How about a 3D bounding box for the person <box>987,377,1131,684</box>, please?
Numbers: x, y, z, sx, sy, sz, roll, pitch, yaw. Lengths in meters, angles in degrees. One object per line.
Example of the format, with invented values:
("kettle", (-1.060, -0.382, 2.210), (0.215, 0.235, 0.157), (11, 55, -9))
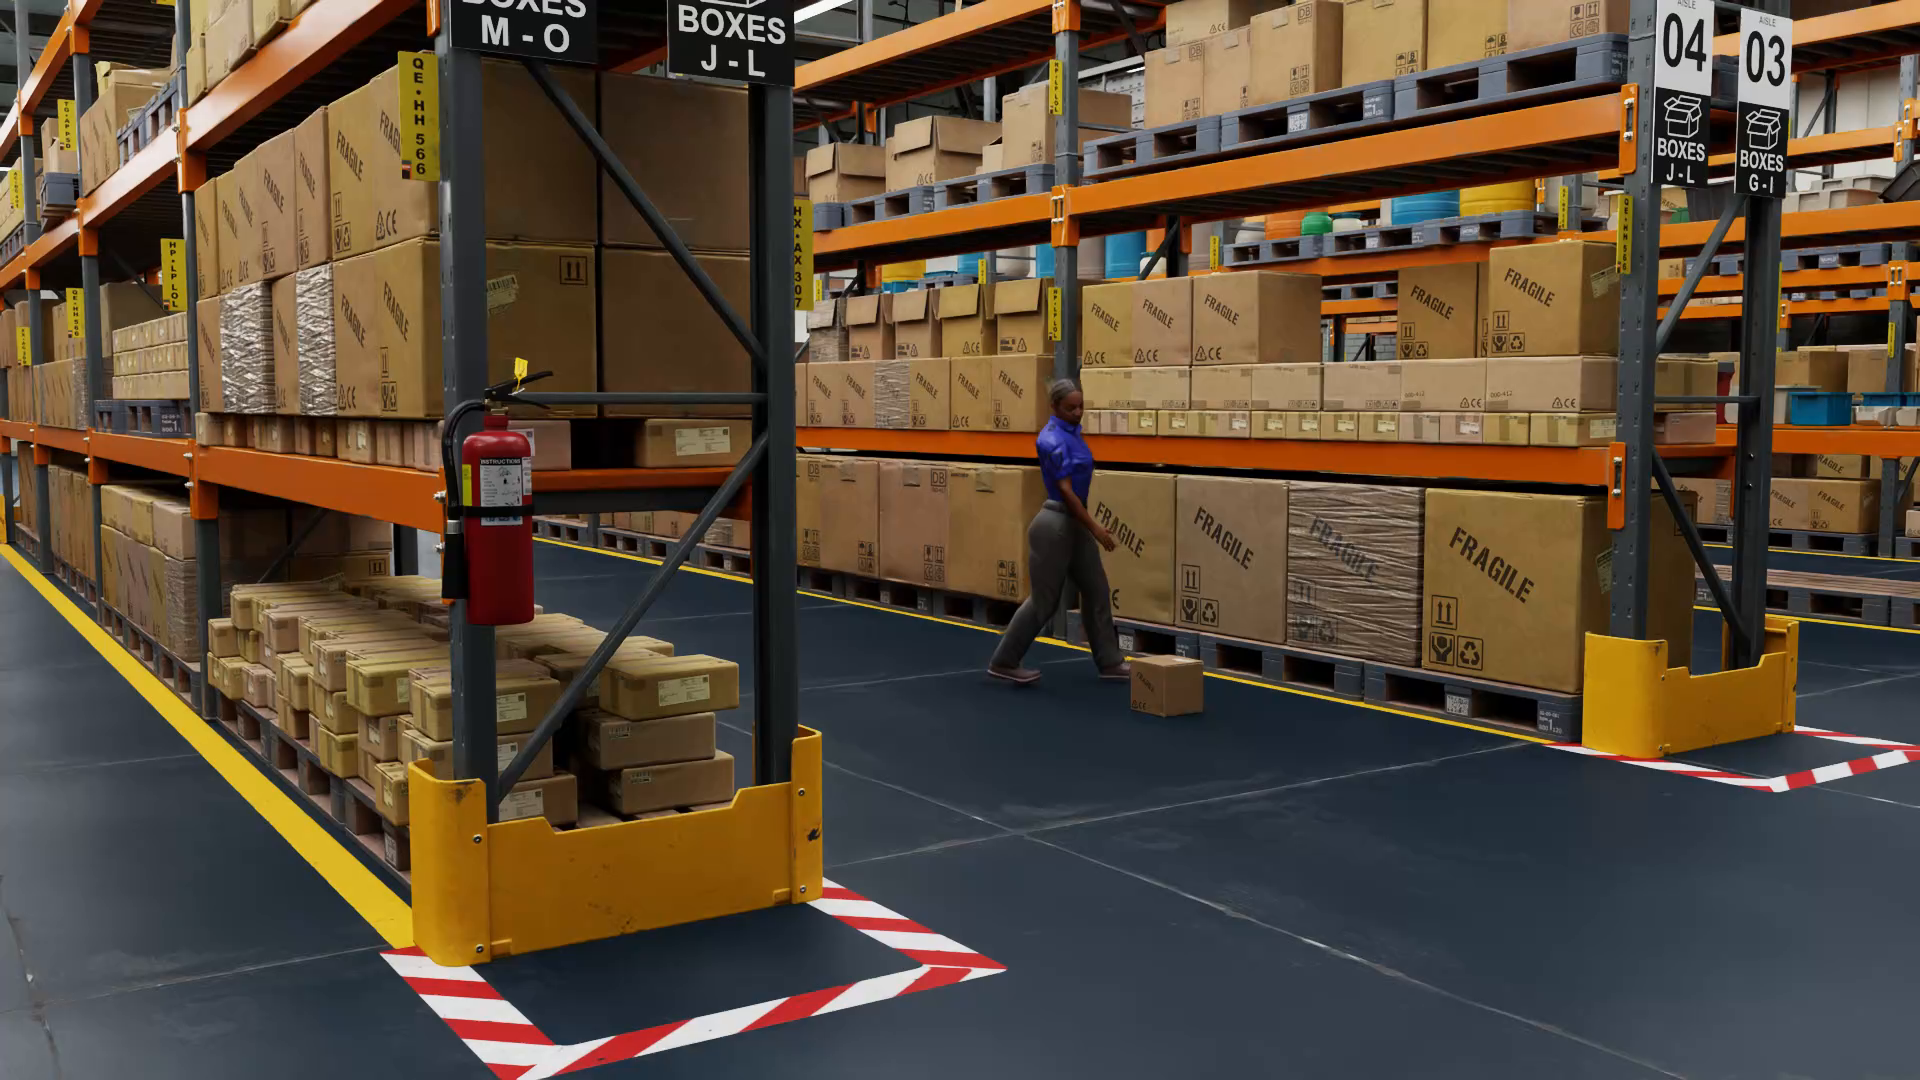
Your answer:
("person", (0.576, -0.046, 8.727), (0.798, 1.607, 0.512), (2, 5, 22))
